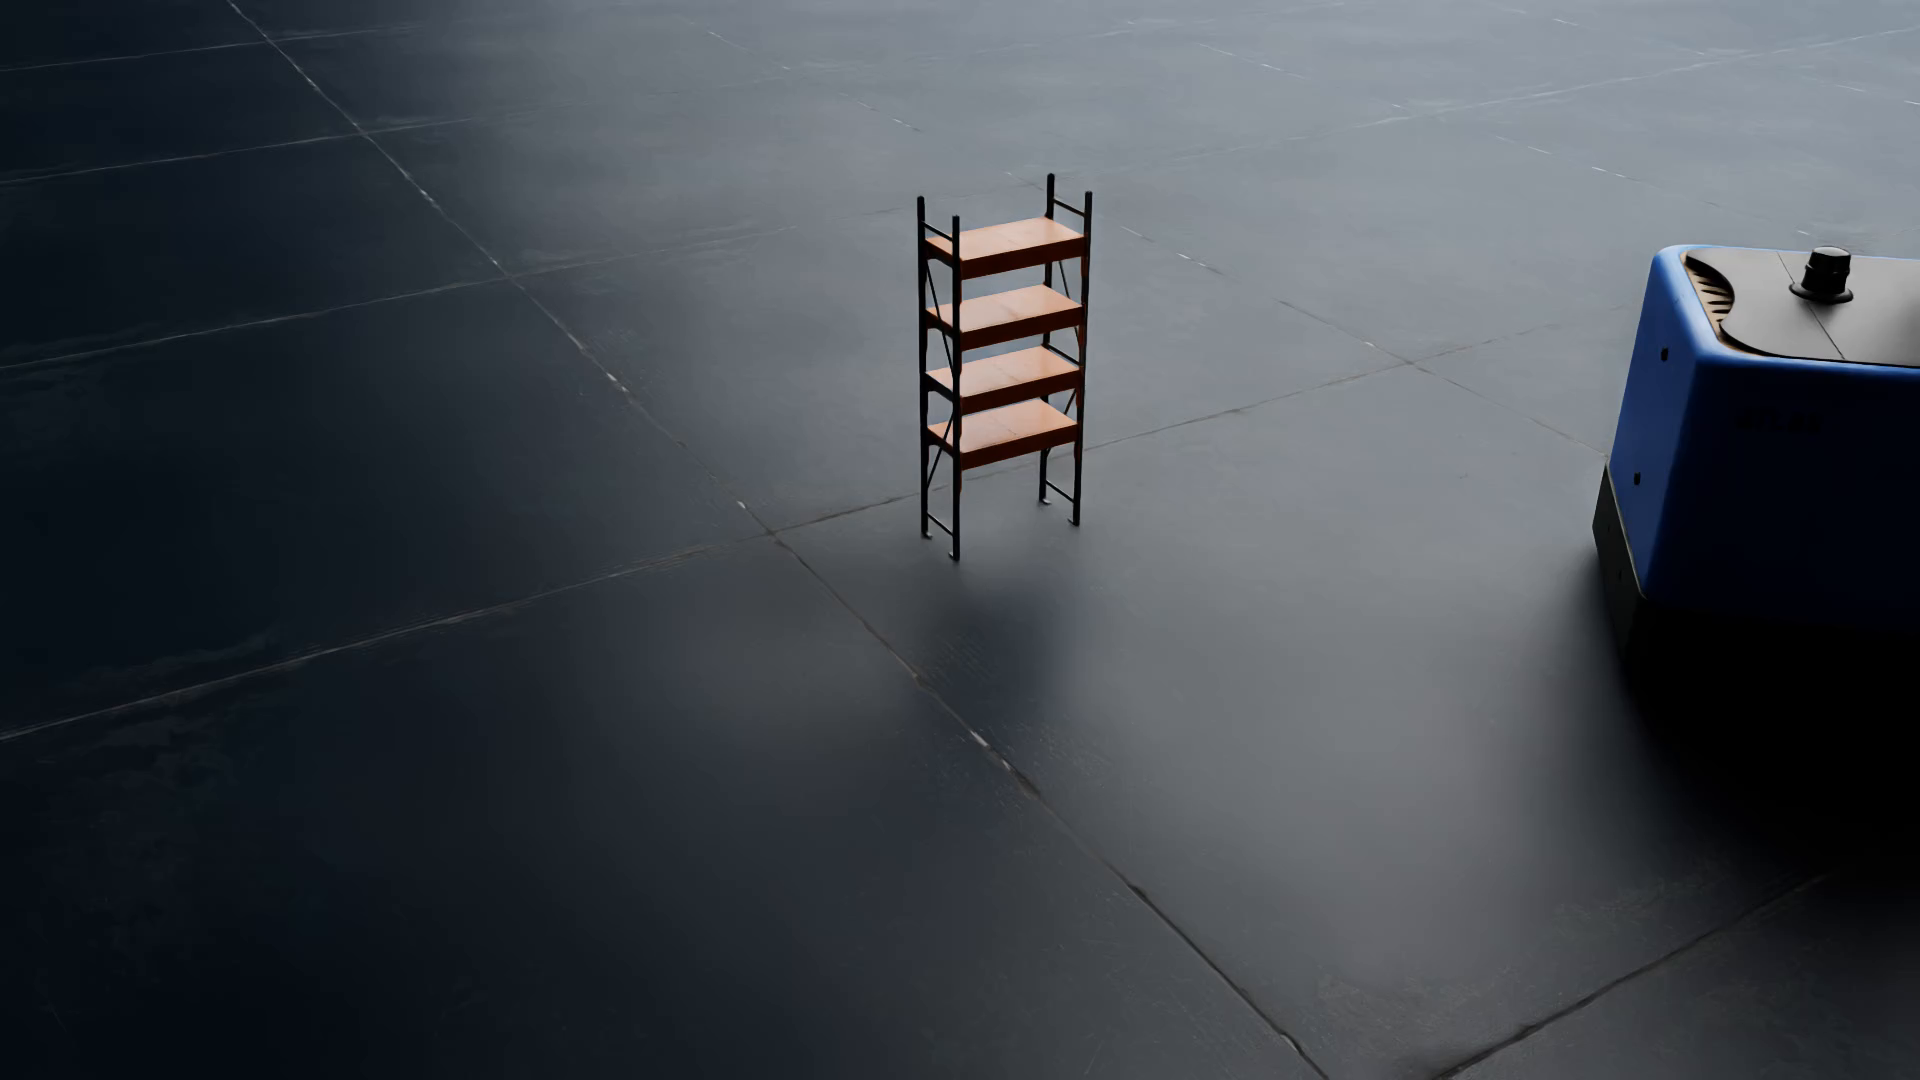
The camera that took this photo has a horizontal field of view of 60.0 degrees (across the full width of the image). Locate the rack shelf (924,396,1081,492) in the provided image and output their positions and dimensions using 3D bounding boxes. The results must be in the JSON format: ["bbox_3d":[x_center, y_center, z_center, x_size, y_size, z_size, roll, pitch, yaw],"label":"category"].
[{"bbox_3d":[0.143,-0.333,5.662,0.480,0.148,0.258,-16,33,-26],"label":"rack shelf"}]

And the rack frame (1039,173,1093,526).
[{"bbox_3d":[0.353,-0.626,5.642,0.015,1.200,0.240,-16,33,-26],"label":"rack frame"}]

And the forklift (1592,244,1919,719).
[{"bbox_3d":[3.544,-0.903,4.352,3.031,2.935,1.130,6,29,11],"label":"forklift"}]

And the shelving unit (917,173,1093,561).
[{"bbox_3d":[0.143,-0.566,5.534,0.503,1.200,0.258,-16,33,-26],"label":"shelving unit"}]

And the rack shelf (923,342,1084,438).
[{"bbox_3d":[0.143,-0.507,5.566,0.480,0.148,0.258,-16,33,-26],"label":"rack shelf"}]

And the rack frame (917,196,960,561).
[{"bbox_3d":[-0.068,-0.506,5.425,0.015,1.200,0.240,-16,33,-26],"label":"rack frame"}]

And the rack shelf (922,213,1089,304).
[{"bbox_3d":[0.143,-0.910,5.344,0.480,0.148,0.258,-16,33,-26],"label":"rack shelf"}]

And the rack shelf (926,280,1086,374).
[{"bbox_3d":[0.143,-0.703,5.458,0.480,0.148,0.258,-16,33,-26],"label":"rack shelf"}]
